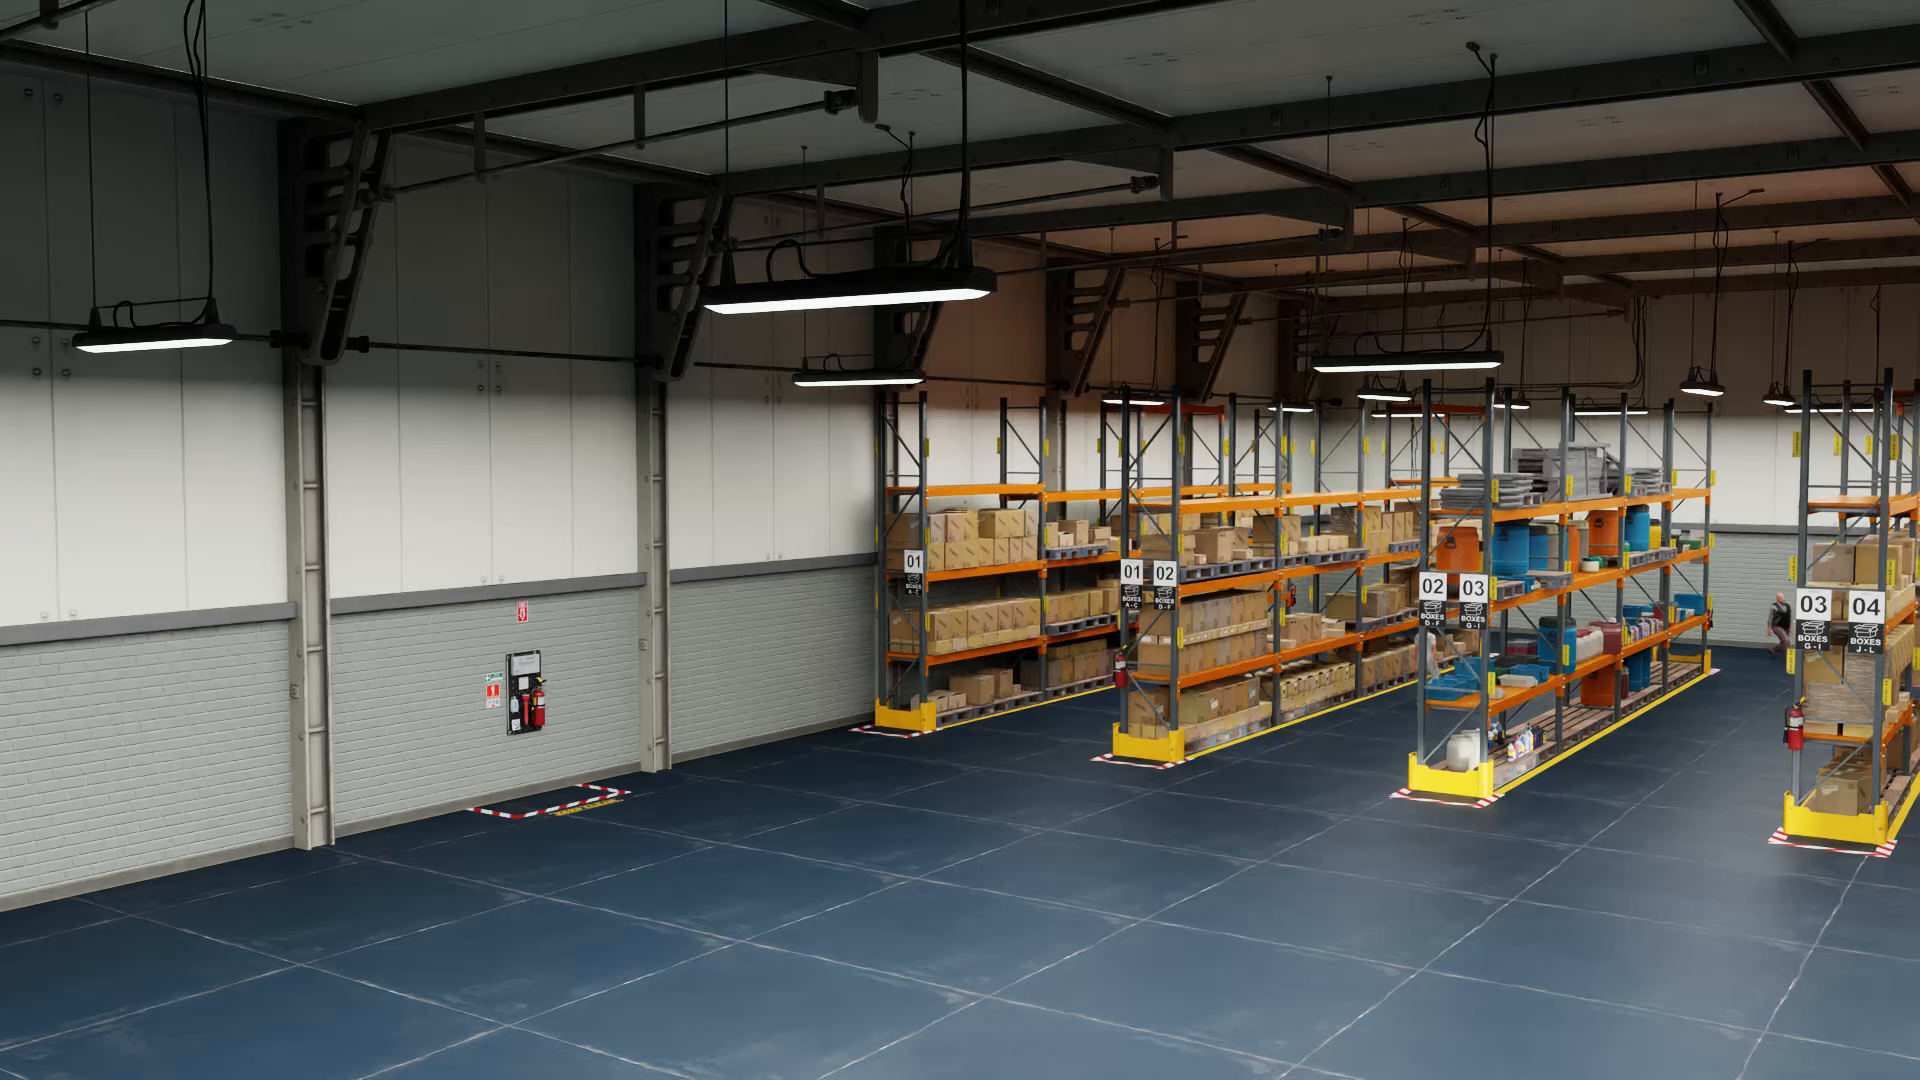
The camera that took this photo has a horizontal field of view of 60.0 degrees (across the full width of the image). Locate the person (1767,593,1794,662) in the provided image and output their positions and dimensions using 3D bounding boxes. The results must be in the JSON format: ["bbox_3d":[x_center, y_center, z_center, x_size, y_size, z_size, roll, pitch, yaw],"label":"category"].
[{"bbox_3d":[19.241,2.082,38.935,0.529,1.519,0.994,-1,3,-15],"label":"person"}]

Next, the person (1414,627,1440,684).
[{"bbox_3d":[9.038,2.375,32.268,0.518,1.668,0.482,2,4,38],"label":"person"}]
